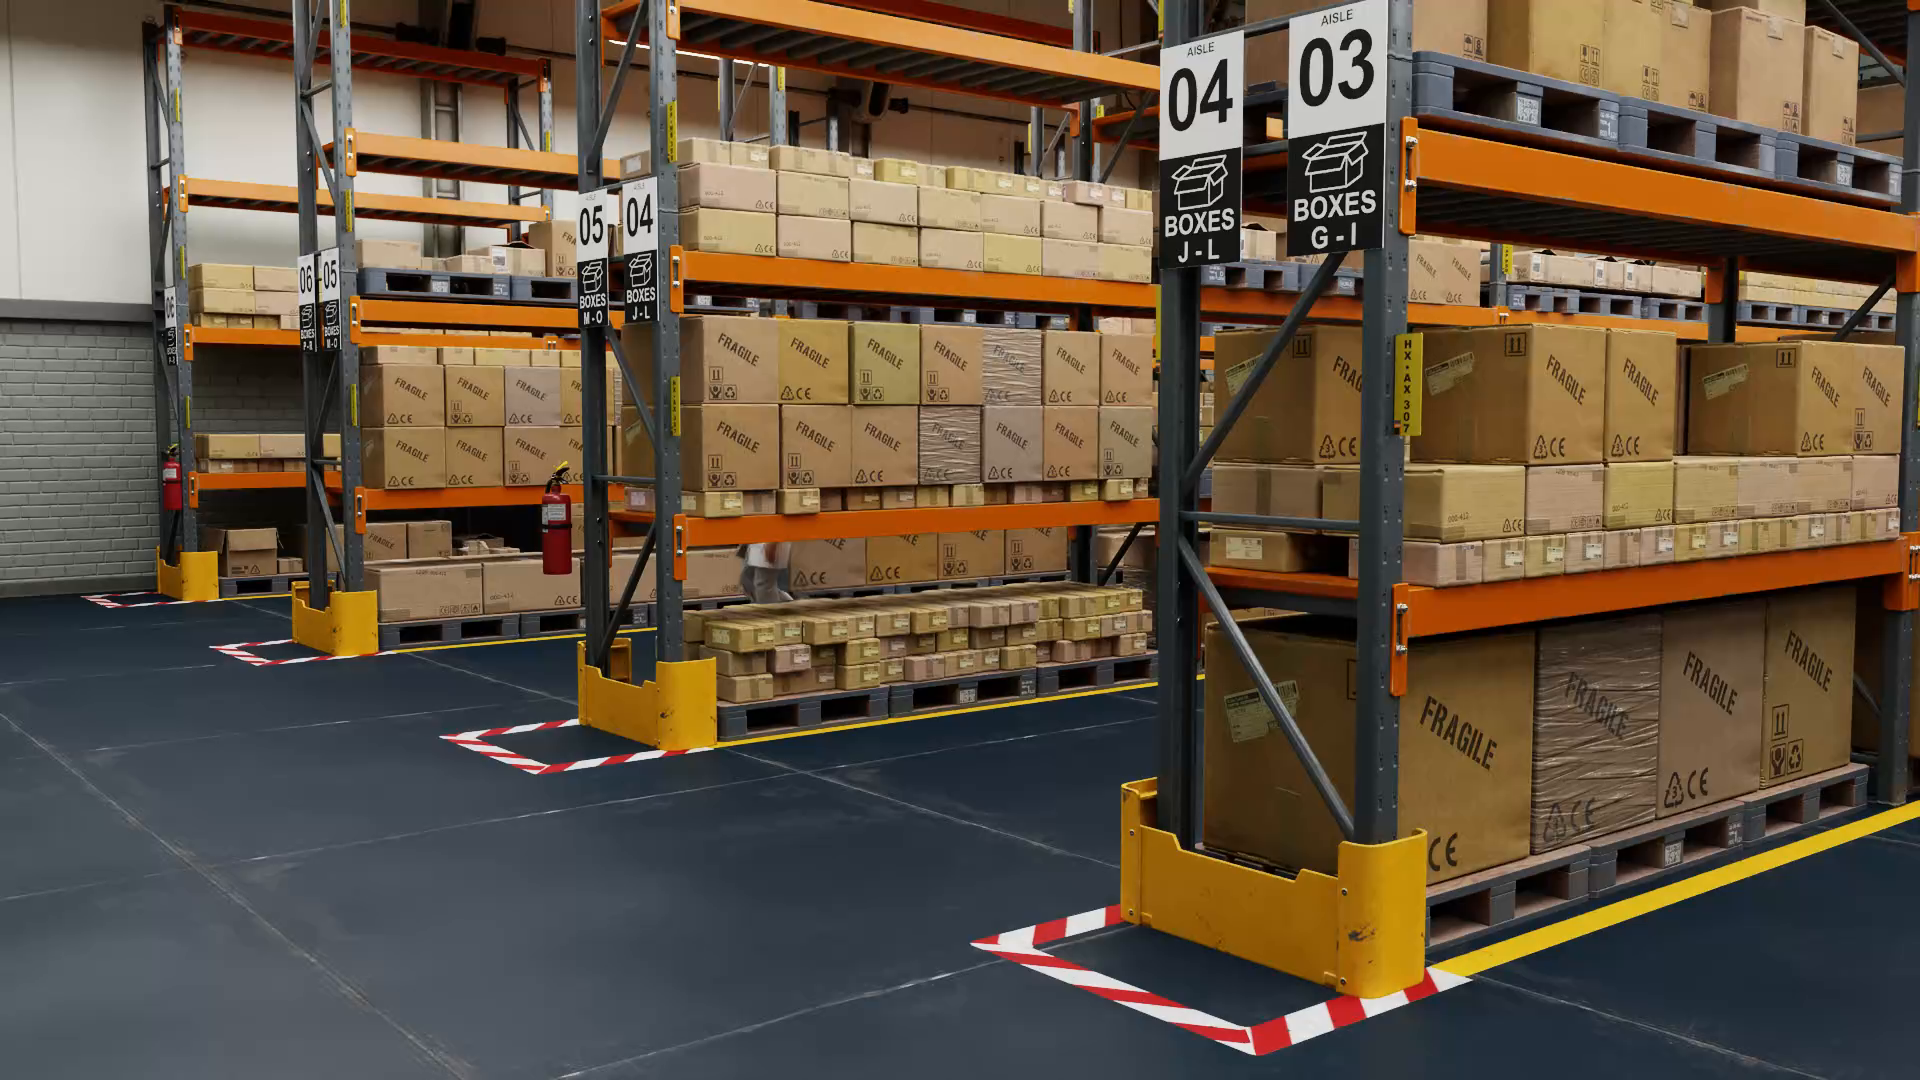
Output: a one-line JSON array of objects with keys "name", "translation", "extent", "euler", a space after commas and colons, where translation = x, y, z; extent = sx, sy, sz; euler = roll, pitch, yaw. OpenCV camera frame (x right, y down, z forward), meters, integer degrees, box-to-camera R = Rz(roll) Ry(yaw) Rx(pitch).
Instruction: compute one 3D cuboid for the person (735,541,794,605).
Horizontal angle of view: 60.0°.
[{"name": "person", "translation": [-1.480, -0.015, 13.202], "extent": [0.577, 1.768, 0.608], "euler": [-1, 4, -19]}]
